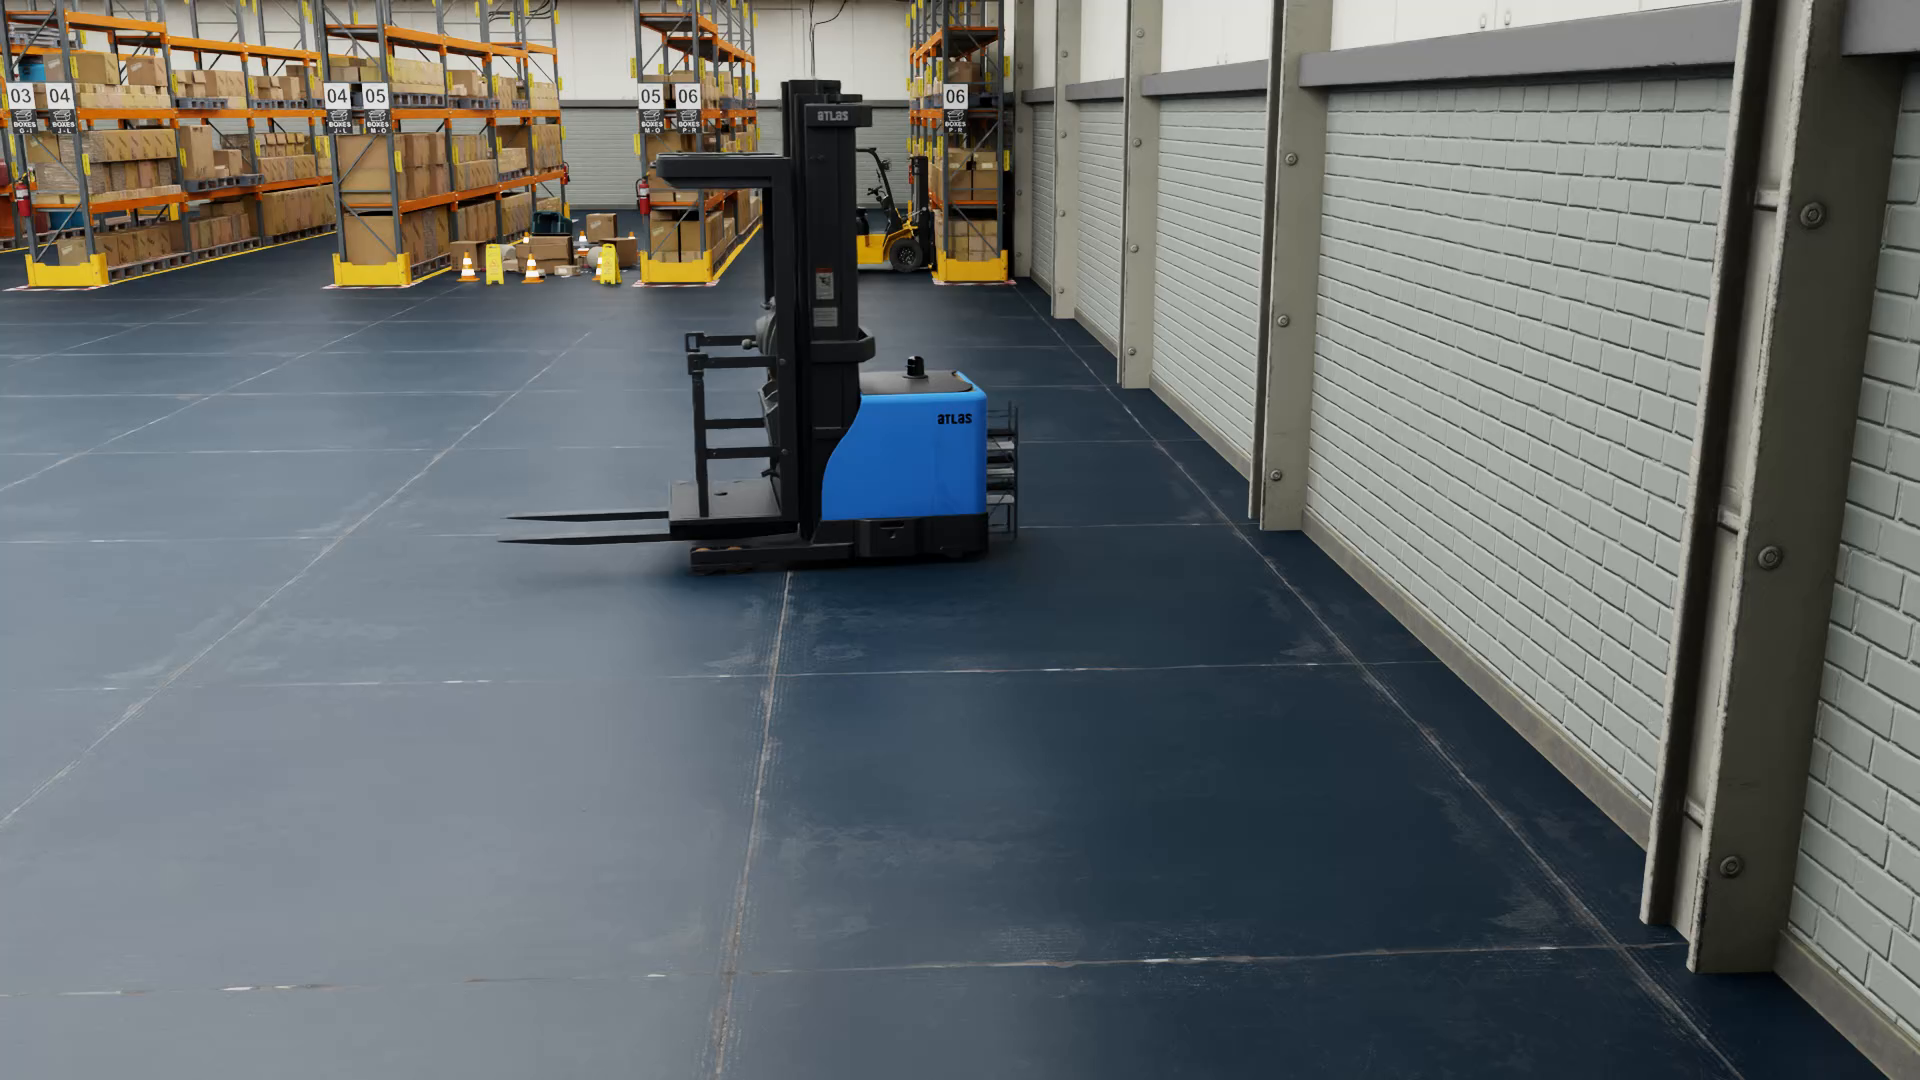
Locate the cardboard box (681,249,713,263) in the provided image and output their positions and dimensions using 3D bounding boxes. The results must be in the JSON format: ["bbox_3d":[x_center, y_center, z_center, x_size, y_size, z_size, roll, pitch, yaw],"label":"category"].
[{"bbox_3d":[-4.513,-4.857,28.561,0.500,0.250,0.500,-1,14,-4],"label":"cardboard box"}]

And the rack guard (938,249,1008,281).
[{"bbox_3d":[0.216,-4.642,28.064,1.175,0.500,0.348,-1,14,-3],"label":"rack guard"}]

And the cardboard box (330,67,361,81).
[{"bbox_3d":[-9.982,-7.573,27.079,0.500,0.250,0.500,-1,14,-3],"label":"cardboard box"}]

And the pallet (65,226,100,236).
[{"bbox_3d":[-20.311,-6.993,37.781,1.003,0.211,1.213,-1,14,-3],"label":"pallet"}]

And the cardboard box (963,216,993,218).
[{"bbox_3d":[0.319,-5.585,29.384,0.500,0.250,0.500,-1,14,-4],"label":"cardboard box"}]

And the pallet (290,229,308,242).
[{"bbox_3d":[-15.172,-6.767,36.903,1.003,0.211,1.213,-1,14,-3],"label":"pallet"}]

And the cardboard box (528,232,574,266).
[{"bbox_3d":[-7.441,-5.268,30.218,0.797,0.637,0.503,-1,14,-3],"label":"cardboard box"}]

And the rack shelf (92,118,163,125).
[{"bbox_3d":[-20.441,-10.137,39.831,1.077,0.370,4.000,-1,14,-3],"label":"rack shelf"}]

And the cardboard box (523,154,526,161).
[{"bbox_3d":[-10.195,-8.793,38.248,0.380,0.149,0.250,0,14,-2],"label":"cardboard box"}]

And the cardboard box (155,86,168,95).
[{"bbox_3d":[-14.569,-8.119,30.044,0.380,0.149,0.250,0,14,-2],"label":"cardboard box"}]

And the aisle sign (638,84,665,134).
[{"bbox_3d":[-5.025,-7.020,27.073,0.394,0.787,0.004,-1,14,-3],"label":"aisle sign"}]

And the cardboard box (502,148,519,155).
[{"bbox_3d":[-10.149,-8.740,37.444,0.380,0.149,0.250,-1,14,-4],"label":"cardboard box"}]

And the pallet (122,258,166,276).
[{"bbox_3d":[-14.722,-4.802,29.264,1.003,0.211,1.213,-1,14,-3],"label":"pallet"}]

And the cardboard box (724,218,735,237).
[{"bbox_3d":[-5.210,-6.560,34.935,0.950,0.372,0.625,-2,15,-7],"label":"cardboard box"}]

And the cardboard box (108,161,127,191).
[{"bbox_3d":[-14.775,-6.205,28.325,0.875,0.500,0.500,-1,14,-3],"label":"cardboard box"}]

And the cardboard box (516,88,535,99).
[{"bbox_3d":[-10.207,-10.409,38.741,0.500,0.250,0.500,0,14,-2],"label":"cardboard box"}]

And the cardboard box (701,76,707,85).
[{"bbox_3d":[-4.484,-7.779,28.123,0.380,0.149,0.250,-1,14,-4],"label":"cardboard box"}]

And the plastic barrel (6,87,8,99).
[{"bbox_3d":[-19.905,-9.389,34.946,0.294,0.245,0.294,0,14,0],"label":"plastic barrel"}]

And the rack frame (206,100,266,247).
[{"bbox_3d":[-15.126,-7.617,34.612,1.000,3.000,0.127,-1,14,-3],"label":"rack frame"}]

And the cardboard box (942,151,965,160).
[{"bbox_3d":[-0.107,-6.576,28.467,0.380,0.149,0.250,-1,14,-2],"label":"cardboard box"}]

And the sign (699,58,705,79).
[{"bbox_3d":[-4.197,-7.665,27.024,0.100,0.325,0.005,-1,14,-3],"label":"sign"}]

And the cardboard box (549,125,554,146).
[{"bbox_3d":[-10.315,-9.970,40.952,0.500,0.500,0.500,0,14,-1],"label":"cardboard box"}]

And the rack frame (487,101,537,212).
[{"bbox_3d":[-10.417,-8.664,38.679,1.000,3.000,0.127,-1,14,-3],"label":"rack frame"}]

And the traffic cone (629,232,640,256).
[{"bbox_3d":[-6.461,-5.834,32.771,0.336,0.463,0.334,-1,14,-3],"label":"traffic cone"}]

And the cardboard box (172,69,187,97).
[{"bbox_3d":[-14.808,-8.447,30.767,0.797,0.503,0.637,-2,15,-6],"label":"cardboard box"}]

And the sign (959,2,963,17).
[{"bbox_3d":[0.025,-12.287,38.530,0.100,0.325,0.005,-1,14,-3],"label":"sign"}]

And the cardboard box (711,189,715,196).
[{"bbox_3d":[-4.558,-6.199,29.602,0.380,0.149,0.250,-1,14,-3],"label":"cardboard box"}]

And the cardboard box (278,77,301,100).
[{"bbox_3d":[-15.328,-10.173,37.480,0.700,0.500,0.500,-1,14,-2],"label":"cardboard box"}]

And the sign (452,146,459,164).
[{"bbox_3d":[-9.367,-7.141,30.863,0.100,0.325,0.005,-1,14,-3],"label":"sign"}]

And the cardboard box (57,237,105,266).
[{"bbox_3d":[-14.652,-4.776,27.743,0.500,0.500,0.500,2,15,7],"label":"cardboard box"}]

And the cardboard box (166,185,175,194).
[{"bbox_3d":[-14.565,-6.390,30.345,0.380,0.149,0.250,-1,14,-3],"label":"cardboard box"}]

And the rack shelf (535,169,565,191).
[{"bbox_3d":[-10.541,-8.813,40.701,1.077,0.370,4.000,-1,14,-3],"label":"rack shelf"}]

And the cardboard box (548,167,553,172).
[{"bbox_3d":[-10.328,-9.206,41.292,0.380,0.149,0.250,-2,15,-6],"label":"cardboard box"}]

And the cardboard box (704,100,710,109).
[{"bbox_3d":[-4.519,-7.521,28.720,0.380,0.149,0.250,-1,14,-3],"label":"cardboard box"}]

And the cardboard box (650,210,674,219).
[{"bbox_3d":[-5.139,-5.615,28.700,0.380,0.149,0.250,0,14,-2],"label":"cardboard box"}]

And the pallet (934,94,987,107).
[{"bbox_3d":[0.046,-8.051,30.456,1.003,0.211,1.213,-1,14,-3],"label":"pallet"}]

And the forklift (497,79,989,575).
[{"bbox_3d":[-1.383,-1.346,10.375,3.031,2.935,1.130,-2,15,-10],"label":"forklift"}]

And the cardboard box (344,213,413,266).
[{"bbox_3d":[-9.781,-5.021,27.943,0.875,0.875,0.875,-1,14,-3],"label":"cardboard box"}]

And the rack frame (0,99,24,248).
[{"bbox_3d":[-20.069,-7.541,34.315,1.000,3.000,0.127,-1,14,-3],"label":"rack frame"}]

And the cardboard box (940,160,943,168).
[{"bbox_3d":[-0.154,-6.559,28.996,0.380,0.149,0.250,-1,14,-5],"label":"cardboard box"}]

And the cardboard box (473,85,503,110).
[{"bbox_3d":[-9.939,-9.316,34.994,0.500,0.500,0.500,-1,14,-3],"label":"cardboard box"}]

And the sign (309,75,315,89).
[{"bbox_3d":[-14.832,-10.478,38.043,0.100,0.325,0.005,-1,14,-3],"label":"sign"}]

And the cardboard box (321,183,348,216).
[{"bbox_3d":[-15.390,-8.176,40.204,0.875,0.875,0.875,-1,14,-3],"label":"cardboard box"}]

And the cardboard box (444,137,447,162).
[{"bbox_3d":[-9.958,-7.330,31.288,0.700,0.500,0.500,-1,14,-4],"label":"cardboard box"}]

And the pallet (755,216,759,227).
[{"bbox_3d":[-5.530,-7.909,41.342,1.003,0.211,1.213,-1,14,-3],"label":"pallet"}]

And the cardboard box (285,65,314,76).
[{"bbox_3d":[-15.425,-10.962,38.844,0.500,0.250,0.500,-2,15,-7],"label":"cardboard box"}]

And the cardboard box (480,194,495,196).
[{"bbox_3d":[-10.572,-7.572,37.106,0.500,0.250,0.500,0,14,-1],"label":"cardboard box"}]

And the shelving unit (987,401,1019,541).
[{"bbox_3d":[0.239,-0.450,10.969,0.258,0.900,0.210,-3,15,-11],"label":"shelving unit"}]

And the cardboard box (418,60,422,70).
[{"bbox_3d":[-9.486,-8.179,28.637,0.380,0.149,0.250,-1,14,-3],"label":"cardboard box"}]

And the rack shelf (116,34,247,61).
[{"bbox_3d":[-15.002,-9.483,32.071,1.077,0.370,4.000,-1,14,-3],"label":"rack shelf"}]
